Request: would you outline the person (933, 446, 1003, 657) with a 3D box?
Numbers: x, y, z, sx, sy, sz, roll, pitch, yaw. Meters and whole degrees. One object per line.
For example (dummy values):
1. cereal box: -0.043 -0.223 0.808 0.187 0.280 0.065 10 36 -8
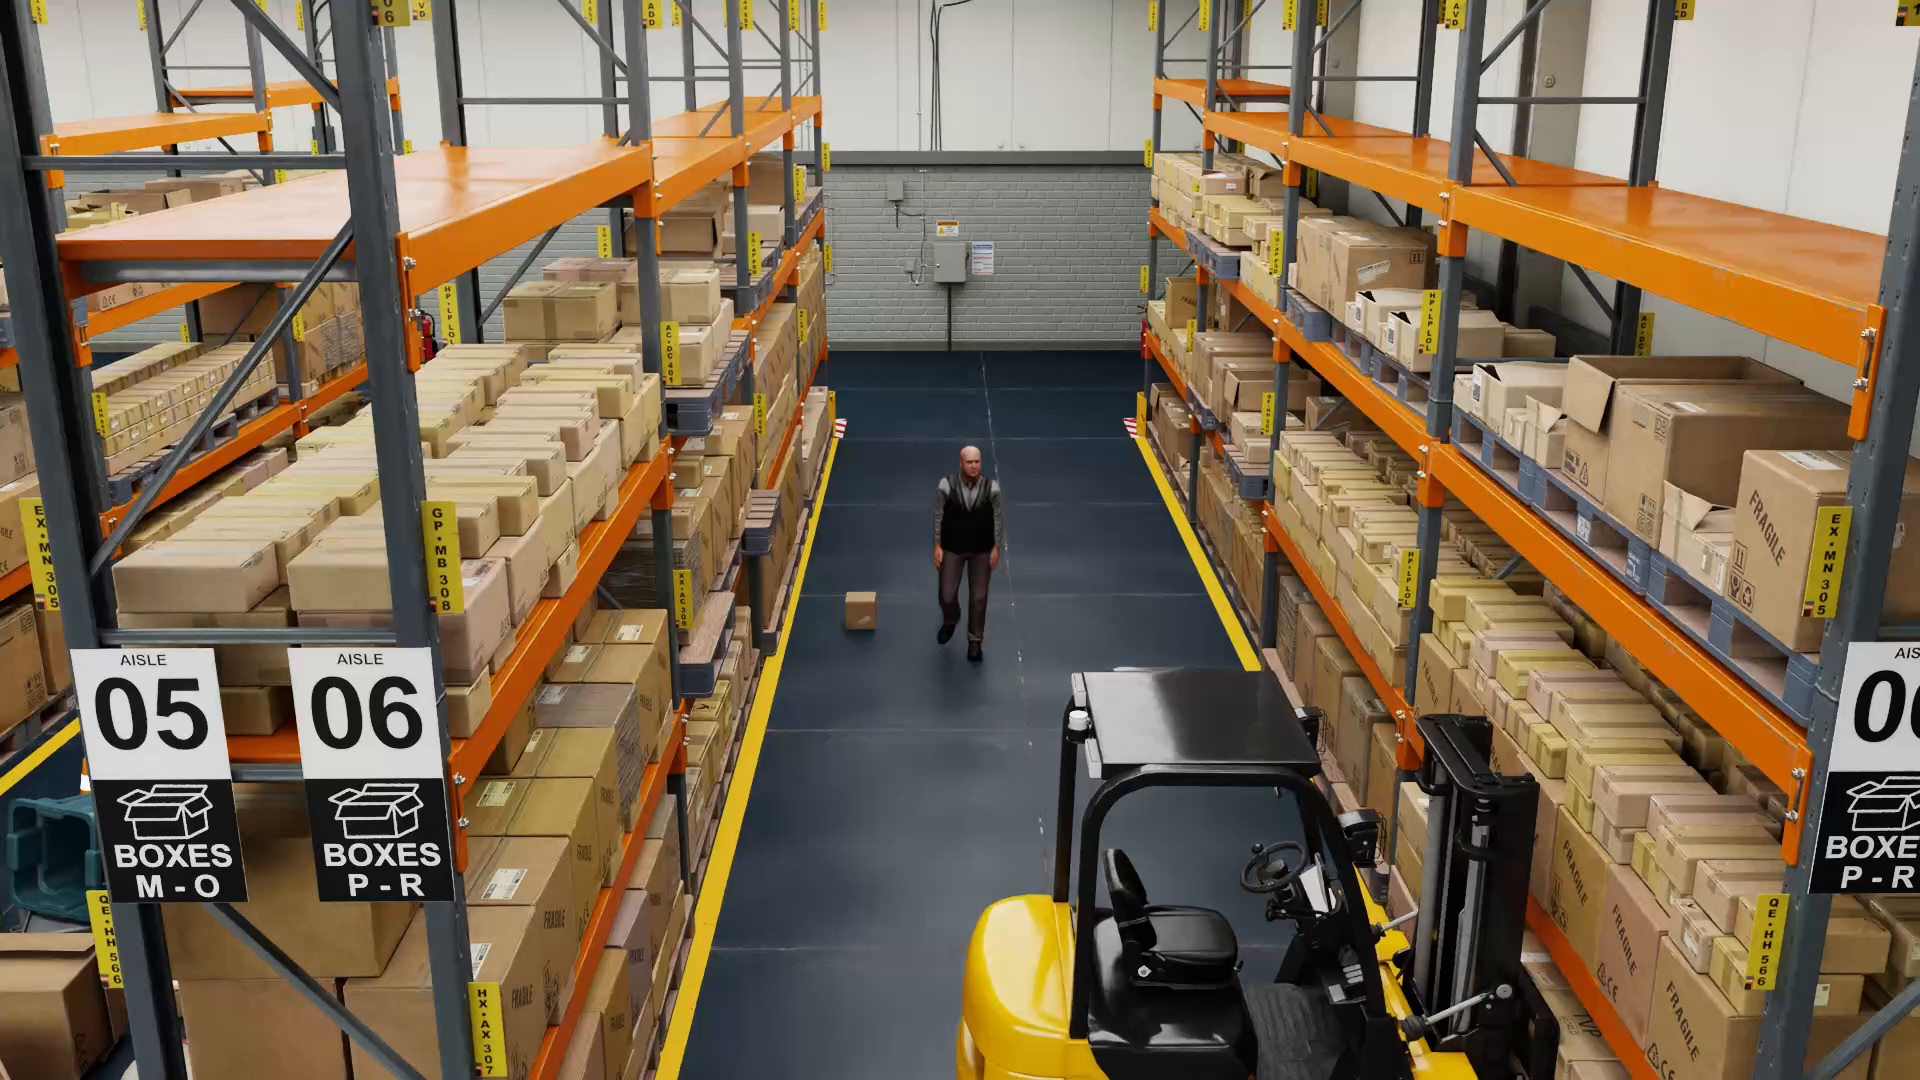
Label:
1. person: 0.061 0.071 13.265 0.562 1.720 0.488 -1 17 -5
